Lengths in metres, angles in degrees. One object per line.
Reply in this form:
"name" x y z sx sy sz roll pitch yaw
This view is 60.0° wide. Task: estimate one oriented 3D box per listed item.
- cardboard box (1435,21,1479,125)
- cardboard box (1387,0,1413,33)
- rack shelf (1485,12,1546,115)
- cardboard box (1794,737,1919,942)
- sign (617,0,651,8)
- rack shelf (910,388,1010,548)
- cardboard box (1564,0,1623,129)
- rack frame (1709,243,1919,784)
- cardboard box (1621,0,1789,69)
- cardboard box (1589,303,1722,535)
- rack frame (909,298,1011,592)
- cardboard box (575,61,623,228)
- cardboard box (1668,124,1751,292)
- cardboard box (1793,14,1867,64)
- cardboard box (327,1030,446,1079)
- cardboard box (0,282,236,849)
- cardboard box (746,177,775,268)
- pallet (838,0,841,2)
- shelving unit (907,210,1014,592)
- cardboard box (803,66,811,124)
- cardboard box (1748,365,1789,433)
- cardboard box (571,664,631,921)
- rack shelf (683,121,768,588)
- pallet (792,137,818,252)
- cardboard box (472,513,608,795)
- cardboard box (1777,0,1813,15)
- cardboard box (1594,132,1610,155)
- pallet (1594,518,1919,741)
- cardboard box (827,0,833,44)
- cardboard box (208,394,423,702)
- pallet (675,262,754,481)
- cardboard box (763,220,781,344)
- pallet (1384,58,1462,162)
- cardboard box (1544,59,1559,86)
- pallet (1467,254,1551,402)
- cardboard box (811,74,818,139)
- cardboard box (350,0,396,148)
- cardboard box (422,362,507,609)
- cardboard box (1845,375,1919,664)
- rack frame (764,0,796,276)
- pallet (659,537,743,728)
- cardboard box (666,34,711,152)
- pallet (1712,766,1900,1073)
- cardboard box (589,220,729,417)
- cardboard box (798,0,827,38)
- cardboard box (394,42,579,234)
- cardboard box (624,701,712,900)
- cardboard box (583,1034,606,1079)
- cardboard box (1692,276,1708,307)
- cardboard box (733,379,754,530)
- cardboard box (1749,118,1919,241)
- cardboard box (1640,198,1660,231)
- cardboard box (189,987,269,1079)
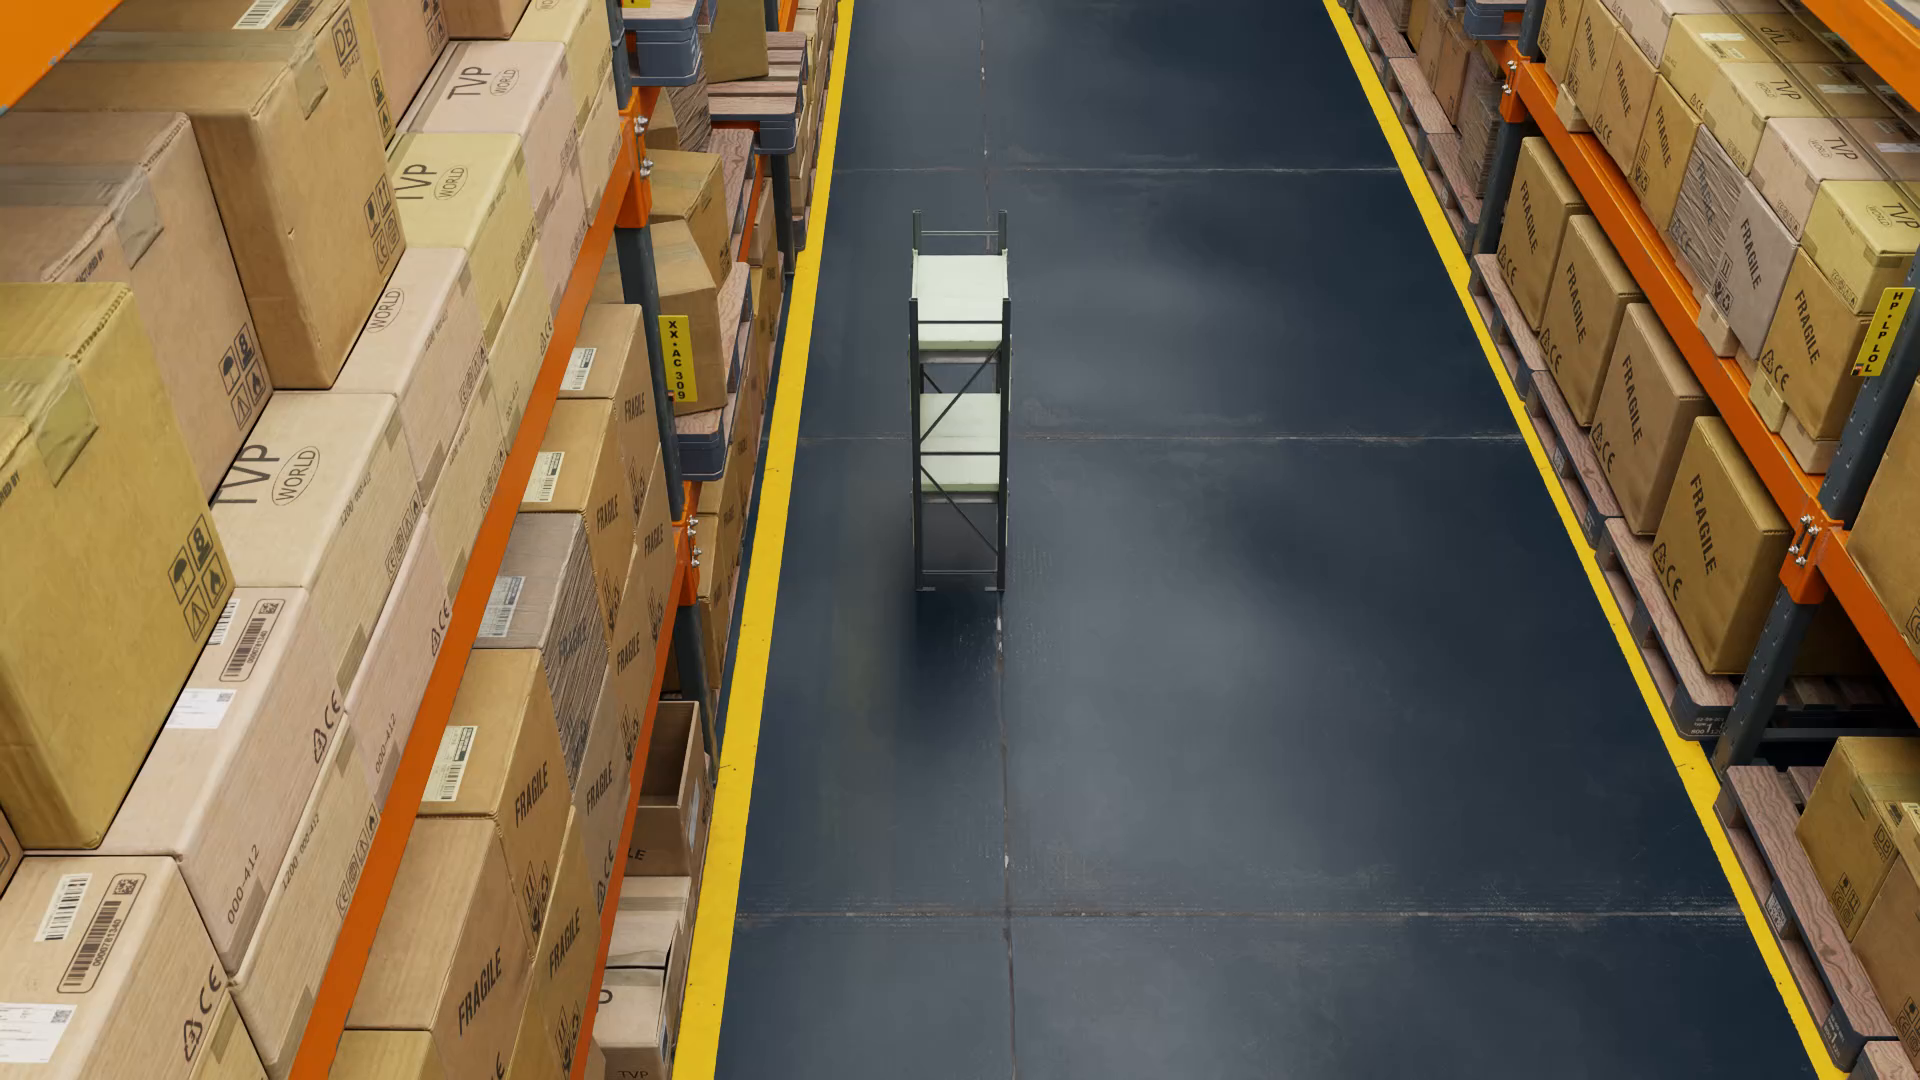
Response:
"cardboard box" 3.524 -3.029 10.778 0.700 0.500 0.500 0 39 0
"cardboard box" 3.503 -3.987 11.974 0.700 0.500 0.500 1 39 1
"rack shelf" 3.488 -3.720 10.568 1.077 0.370 4.000 0 39 0
"cardboard box" 3.393 1.031 5.728 0.700 0.500 0.500 0 39 1
"sign" -0.916 -1.620 4.560 0.100 0.325 0.005 0 39 0
"rack shelf" 0.000 -0.335 7.490 0.431 0.370 0.720 0 39 0
"cardboard box" 3.226 -2.281 7.864 0.500 0.500 0.500 1 39 1
"rack frame" 3.495 -0.248 5.661 1.000 3.000 0.127 0 39 0
"cardboard box" 3.239 -2.272 7.253 0.500 0.250 0.500 0 39 0
"cardboard box" 3.360 -0.535 7.403 0.750 0.750 0.750 1 39 1
"rack frame" 0.000 -0.361 7.001 0.400 1.500 0.023 0 39 0
"cardboard box" -1.192 -1.050 4.383 0.500 0.250 0.500 0 39 0
"cardboard box" 3.239 -1.333 6.681 0.500 0.500 0.500 0 39 0
"cardboard box" 3.745 -1.959 6.862 0.500 0.250 0.500 -1 39 -1
"cardboard box" -1.199 1.225 2.943 0.500 0.500 0.500 0 39 0
"cardboard box" -1.387 0.025 2.041 0.700 0.500 0.500 0 39 0
"cardboard box" -1.224 -1.613 8.411 0.500 0.250 0.500 1 39 2
"pallet" -1.427 -4.654 13.389 1.003 0.211 1.213 0 39 0
"shelving unit" 0.000 -0.589 7.286 0.431 1.500 0.755 0 39 0
"cardboard box" -1.180 -2.710 10.147 0.500 0.311 0.500 -1 39 -1
"cardboard box" 3.187 -0.527 6.194 0.380 0.149 0.250 1 39 1
"cardboard box" -1.197 0.675 4.429 0.500 0.500 0.500 1 39 1
"rack shelf" -1.461 -1.212 7.439 1.077 0.370 4.000 0 39 0
"pallet" -1.426 -2.170 10.289 1.003 0.211 1.213 0 39 0
"cardboard box" -1.196 0.280 4.122 0.500 0.500 0.500 0 39 0
"cardboard box" 3.744 -2.277 7.259 0.500 0.250 0.500 -1 39 -1
"cardboard box" 3.290 -1.972 7.997 0.380 0.149 0.250 0 39 0
"pallet" 3.418 0.357 7.135 1.003 0.211 1.213 0 39 0
"cardboard box" -1.179 -3.761 11.907 0.500 0.250 0.500 -1 39 -1
"cardboard box" -1.195 0.005 2.666 0.500 0.250 0.500 0 39 0
"pallet" -1.351 -0.667 6.337 1.003 0.211 1.213 0 39 0
"cardboard box" -1.228 -1.355 8.690 0.500 0.500 0.500 1 39 2
"pallet" 3.492 -2.911 11.214 1.003 0.211 1.213 0 39 0
"cardboard box" 3.259 -2.453 8.598 0.380 0.149 0.250 -1 39 -1
"pallet" 3.416 -1.168 9.039 1.003 0.211 1.213 0 39 0
"cardboard box" -1.179 -2.802 10.710 0.500 0.250 0.500 -1 39 -1
"cardboard box" -1.555 -0.912 3.212 0.700 0.500 0.500 0 39 0
"cardboard box" -1.198 -0.112 3.213 0.500 0.250 0.500 0 39 0
"cardboard box" 3.479 -0.026 5.144 0.980 0.700 0.700 1 39 1
"rack frame" -1.464 -2.744 8.775 1.000 3.000 0.127 0 39 0
"pallet" -1.498 0.337 7.160 1.003 0.211 1.213 0 39 0
"cardboard box" -1.540 -1.981 7.407 0.700 0.500 0.500 7 39 8
"pallet" 3.417 1.316 5.940 1.003 0.211 1.213 0 39 0
"cardboard box" -1.236 -0.742 5.861 0.700 0.500 0.500 -13 40 -15
"cardboard box" -1.176 -3.664 11.338 0.500 0.311 0.500 0 39 0
"cardboard box" -1.190 -0.933 3.837 0.500 0.250 0.500 0 39 0
"cardboard box" -1.175 0.918 5.853 0.500 0.500 0.500 0 39 0
"cardboard box" -1.452 1.735 4.831 0.797 0.503 0.637 0 39 0
"cardboard box" 3.239 -1.007 6.793 0.380 0.149 0.250 0 39 0
"cardboard box" -1.221 -0.387 7.482 0.500 0.500 0.500 0 39 0
"cardboard box" 3.247 -1.315 6.059 0.500 0.250 0.500 1 39 1
"cardboard box" 3.271 -1.494 7.401 0.380 0.149 0.250 0 39 0
"cardboard box" -1.201 0.826 2.042 0.500 0.250 0.500 0 39 0
